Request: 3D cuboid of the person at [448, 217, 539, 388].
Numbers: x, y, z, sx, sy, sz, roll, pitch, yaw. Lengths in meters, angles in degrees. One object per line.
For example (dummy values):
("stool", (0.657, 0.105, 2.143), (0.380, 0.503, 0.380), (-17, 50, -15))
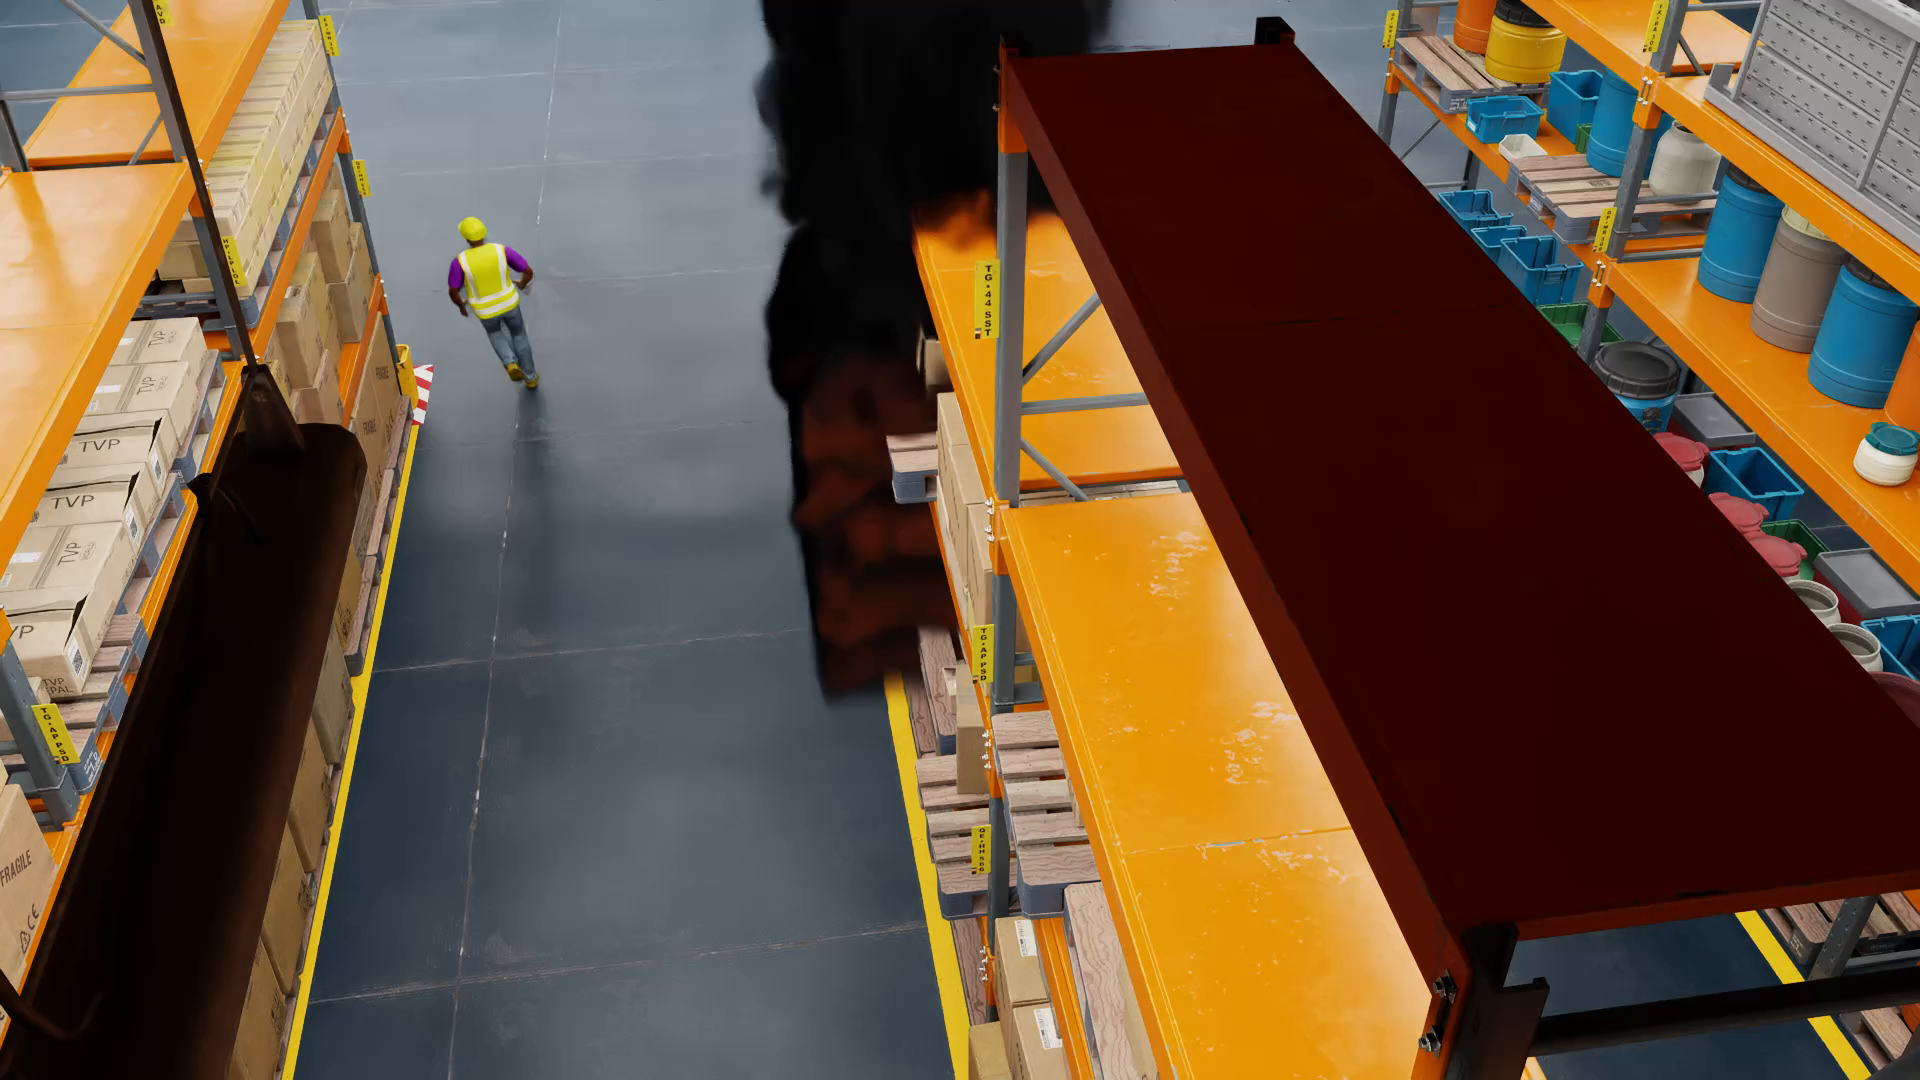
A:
("person", (-4.185, -2.120, 14.920), (0.756, 1.697, 0.532), (-14, 39, -18))
